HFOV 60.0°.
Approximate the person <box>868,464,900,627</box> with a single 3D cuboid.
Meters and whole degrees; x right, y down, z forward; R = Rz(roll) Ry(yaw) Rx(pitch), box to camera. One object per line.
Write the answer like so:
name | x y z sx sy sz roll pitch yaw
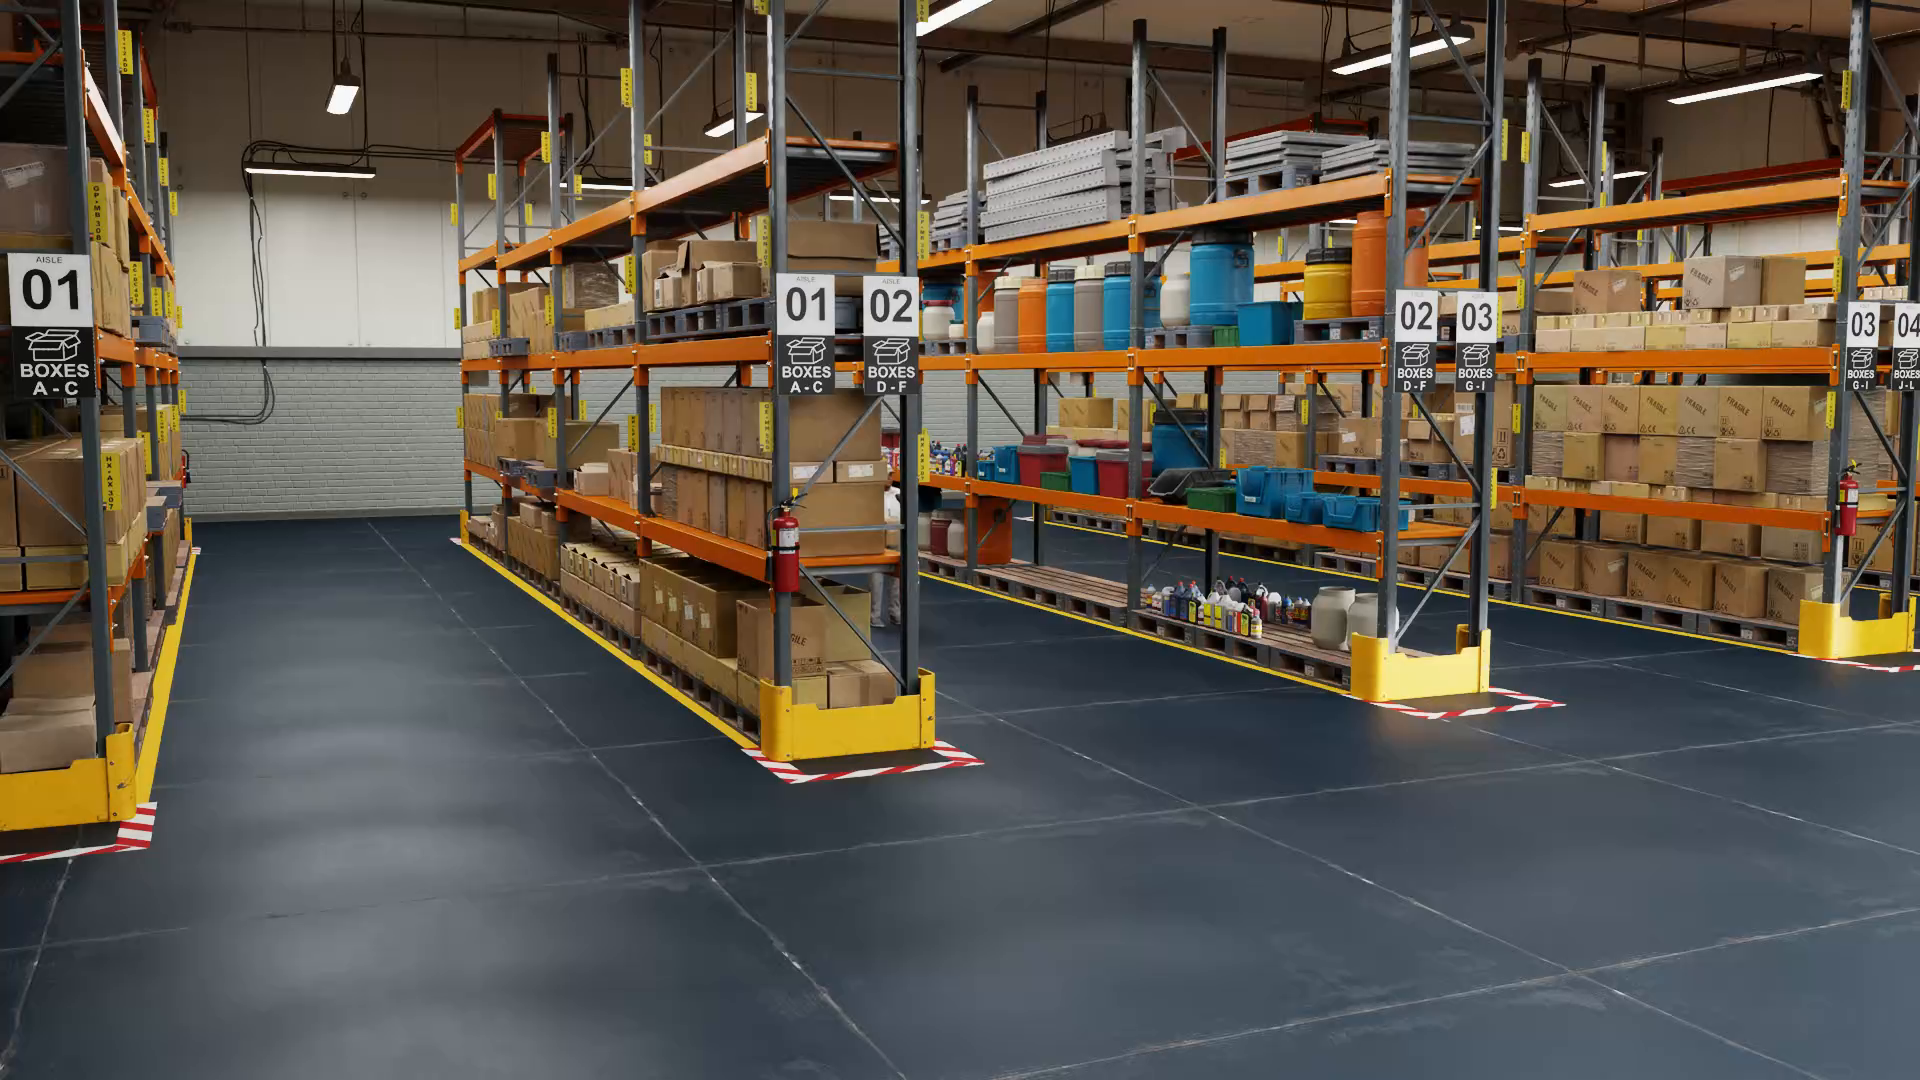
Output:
person | -0.741 0.049 17.029 0.453 1.653 0.541 -2 6 -24
